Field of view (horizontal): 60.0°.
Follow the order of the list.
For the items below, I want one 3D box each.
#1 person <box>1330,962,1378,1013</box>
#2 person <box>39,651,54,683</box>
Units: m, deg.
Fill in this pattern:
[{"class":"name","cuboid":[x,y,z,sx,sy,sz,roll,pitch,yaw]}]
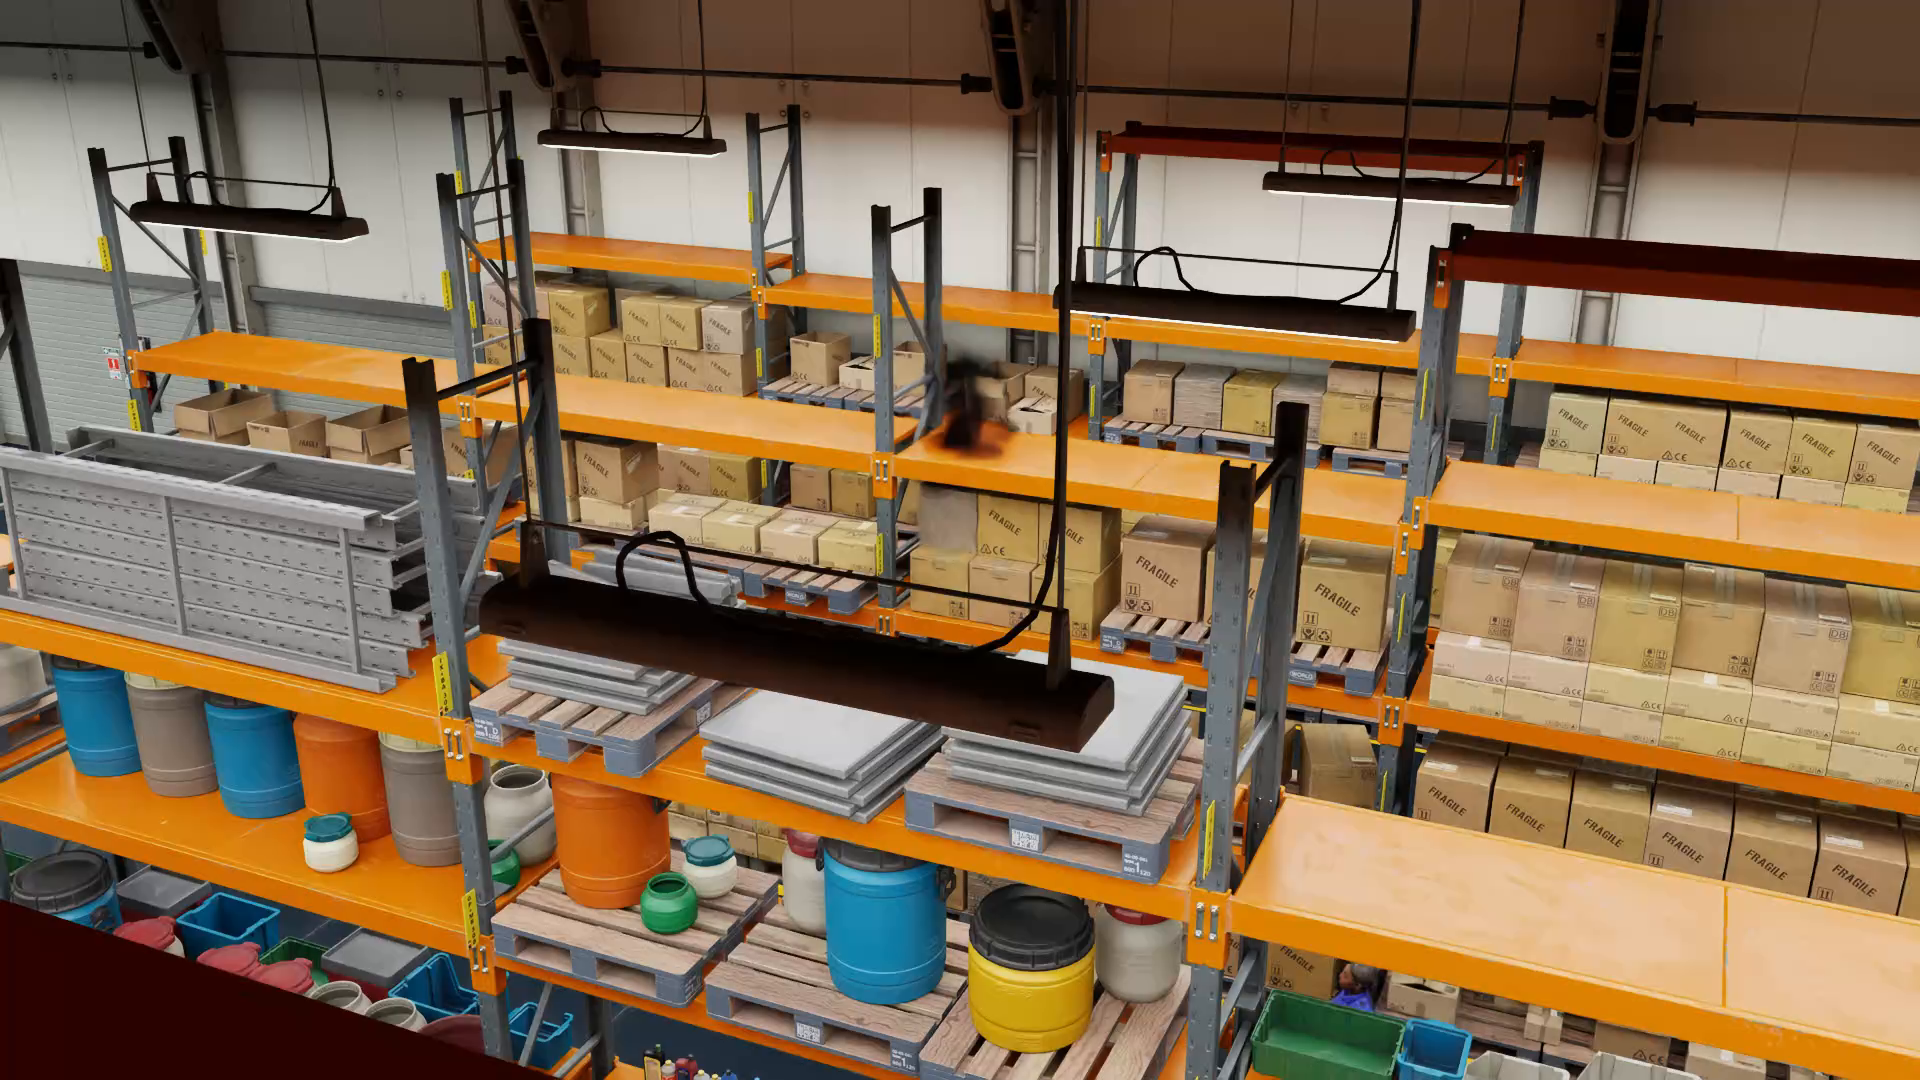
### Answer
[{"class":"person","cuboid":[2.561,3.474,10.998,0.957,1.632,0.583,4,21,12]},{"class":"person","cuboid":[-9.672,1.091,17.386,0.803,1.652,0.591,-11,23,-27]}]
